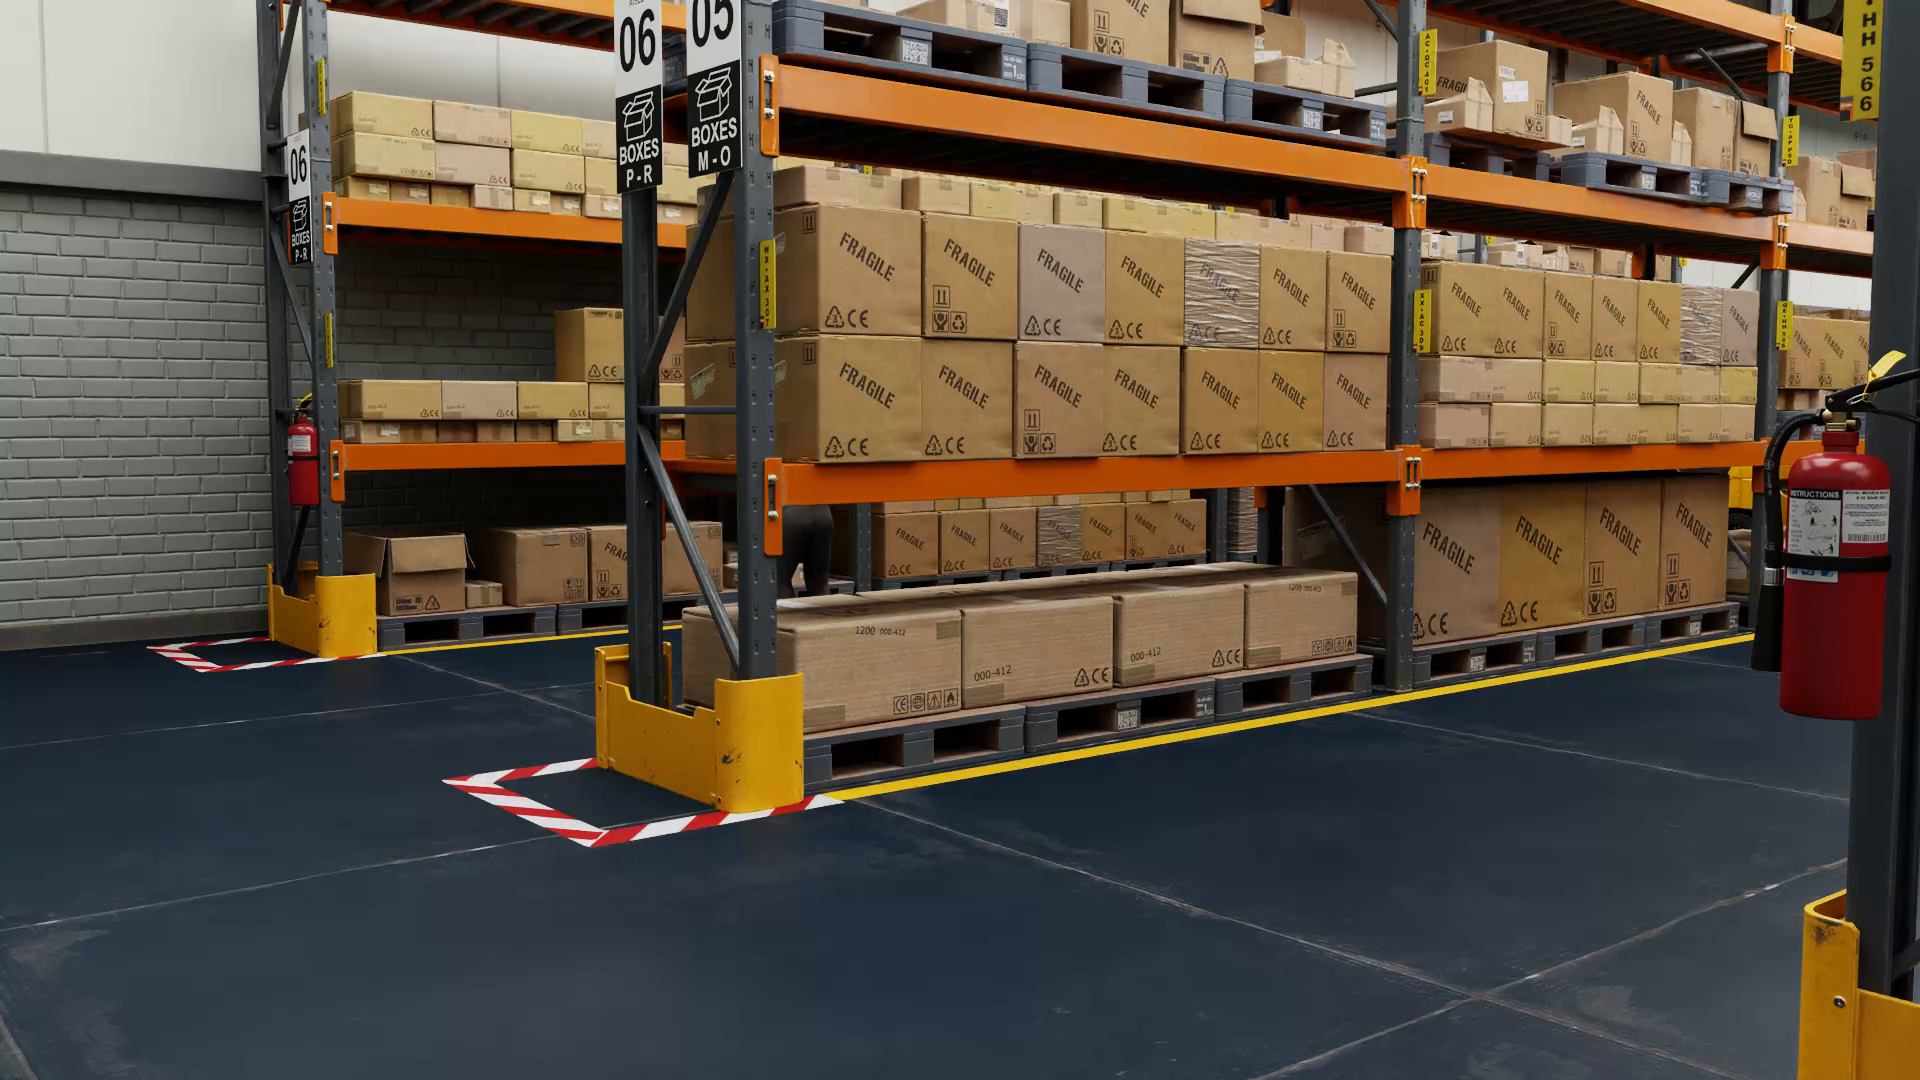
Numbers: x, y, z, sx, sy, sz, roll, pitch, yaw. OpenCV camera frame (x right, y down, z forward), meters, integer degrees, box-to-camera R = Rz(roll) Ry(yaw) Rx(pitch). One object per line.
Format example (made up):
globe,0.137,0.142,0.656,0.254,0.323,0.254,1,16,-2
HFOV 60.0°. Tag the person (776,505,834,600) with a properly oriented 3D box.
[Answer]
person,-0.981,-0.092,9.923,0.475,1.663,0.418,-4,6,-40
